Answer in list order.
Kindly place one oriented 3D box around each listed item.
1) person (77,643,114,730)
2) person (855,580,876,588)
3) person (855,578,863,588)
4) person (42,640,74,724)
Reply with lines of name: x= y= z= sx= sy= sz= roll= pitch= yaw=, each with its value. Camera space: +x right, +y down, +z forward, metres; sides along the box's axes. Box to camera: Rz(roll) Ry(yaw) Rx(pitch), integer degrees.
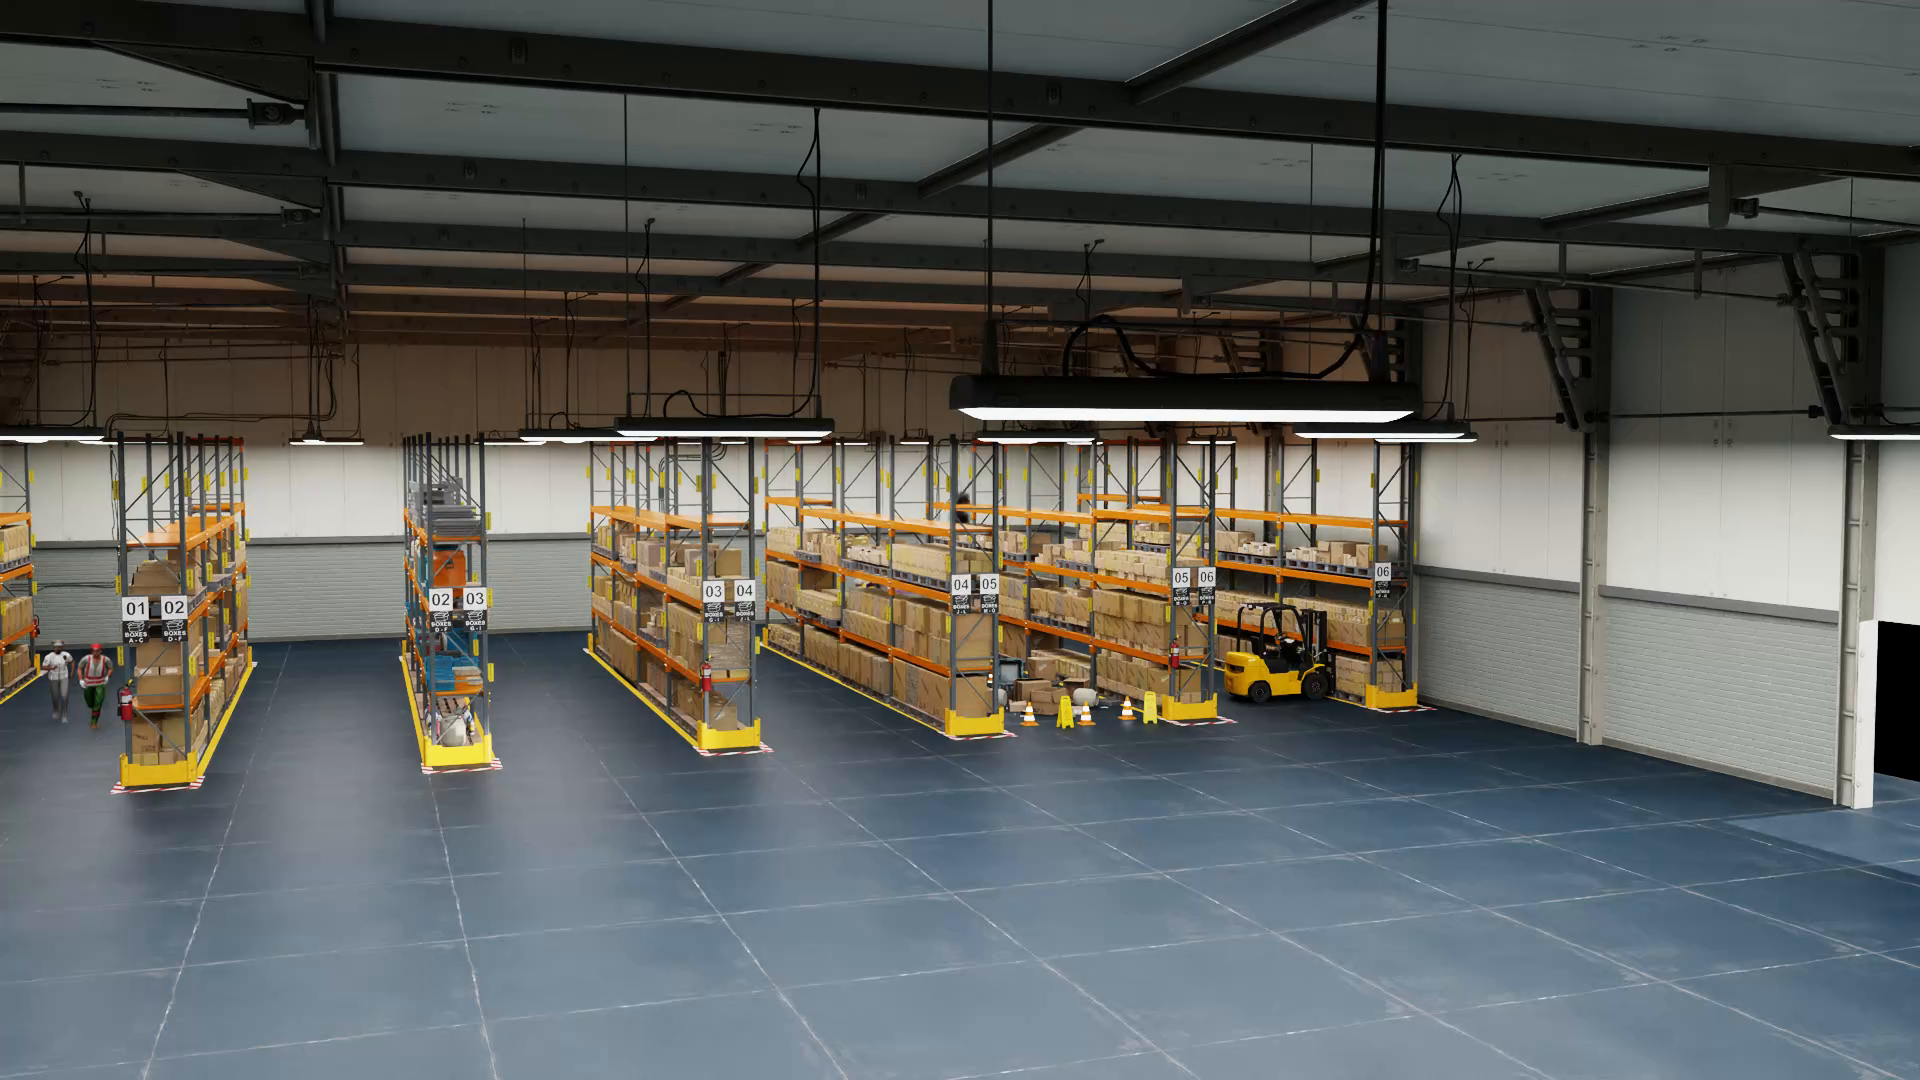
person: x=-17.734 y=2.978 z=34.126 sx=0.662 sy=1.759 sz=0.895 roll=-2 pitch=4 yaw=-26
person: x=-2.879 y=1.782 z=50.850 sx=0.939 sy=1.748 sz=0.690 roll=-2 pitch=4 yaw=-29
person: x=-2.870 y=1.947 z=46.633 sx=0.655 sy=1.783 sz=0.864 roll=-1 pitch=3 yaw=-24
person: x=-18.831 y=2.941 z=34.738 sx=0.603 sy=1.746 sz=0.806 roll=-2 pitch=4 yaw=-30
